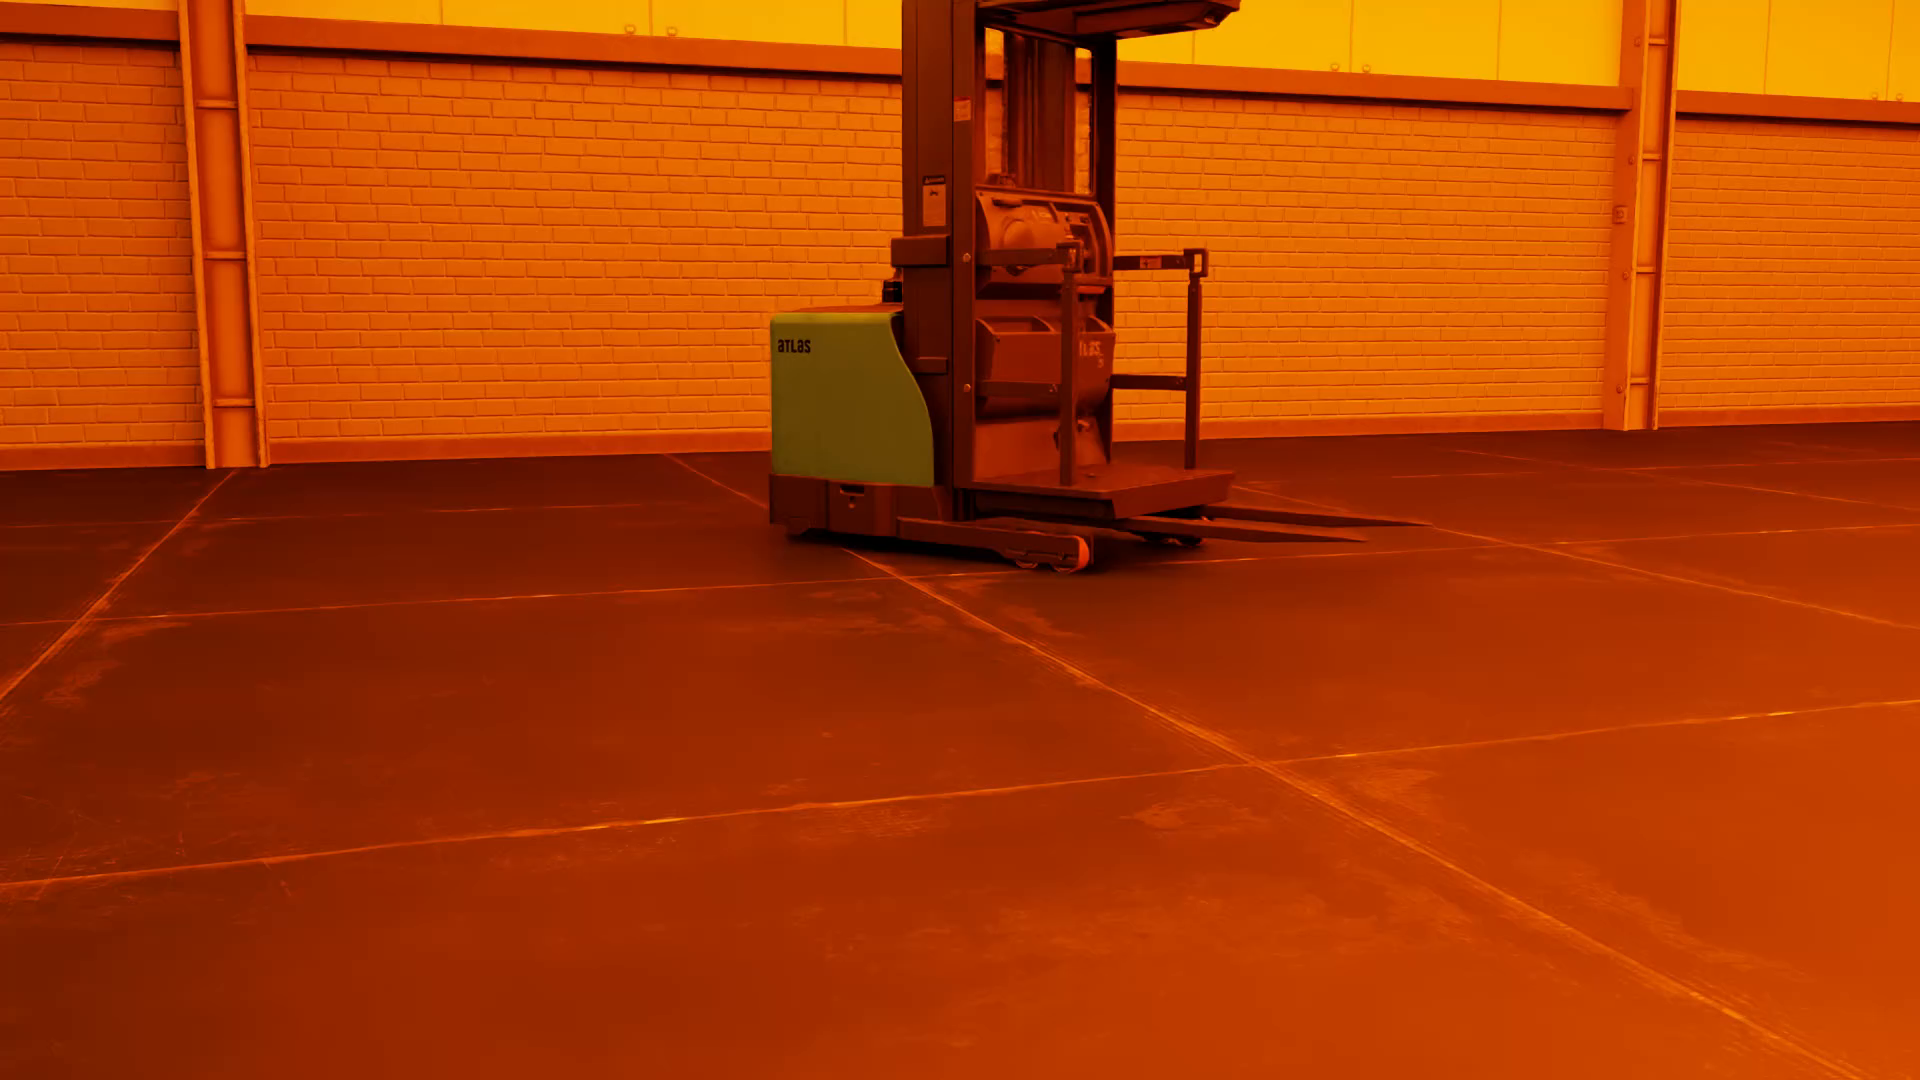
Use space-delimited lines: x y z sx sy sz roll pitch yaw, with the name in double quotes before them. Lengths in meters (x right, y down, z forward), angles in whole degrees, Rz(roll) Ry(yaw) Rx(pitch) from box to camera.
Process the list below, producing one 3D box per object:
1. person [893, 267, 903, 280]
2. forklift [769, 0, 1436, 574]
"person" -0.124 -1.015 9.326 0.605 1.642 0.925 -1 8 -5
"forklift" 0.549 -1.392 7.280 3.031 2.935 1.130 6 10 38
